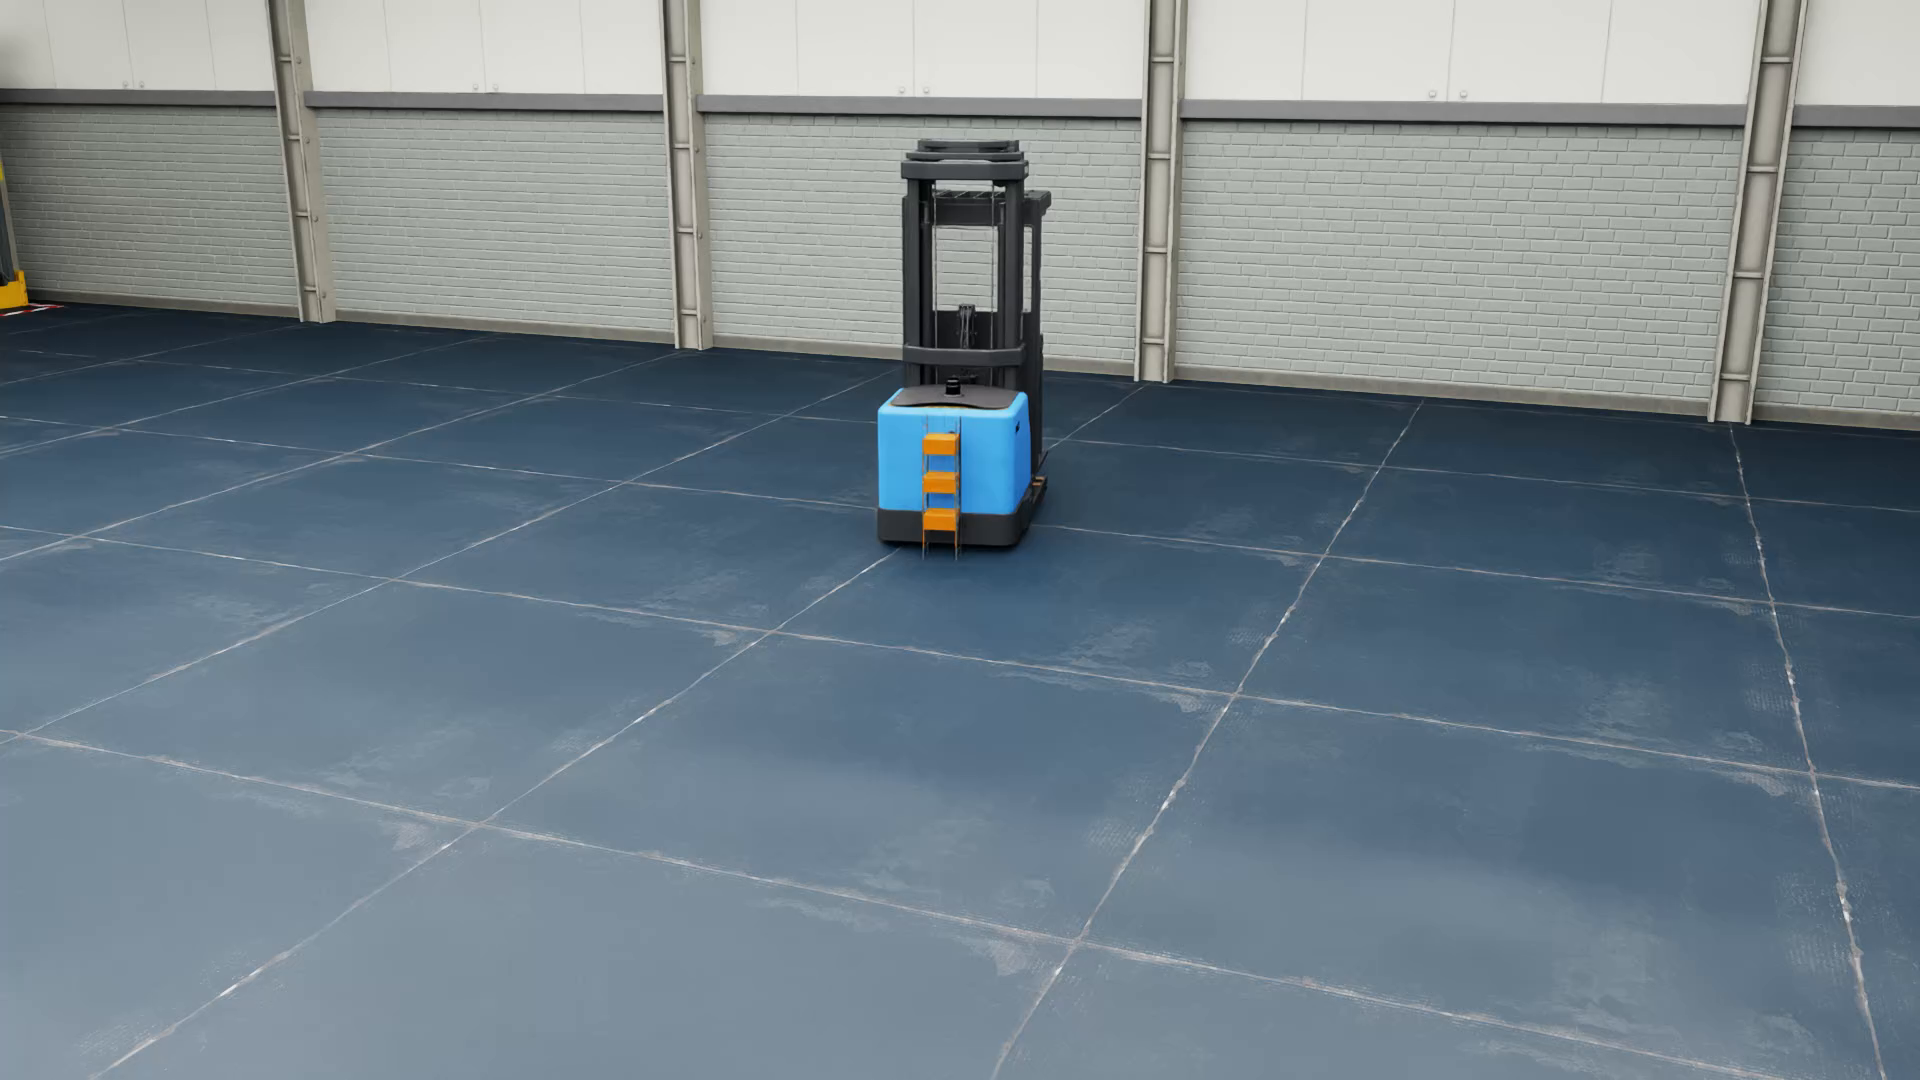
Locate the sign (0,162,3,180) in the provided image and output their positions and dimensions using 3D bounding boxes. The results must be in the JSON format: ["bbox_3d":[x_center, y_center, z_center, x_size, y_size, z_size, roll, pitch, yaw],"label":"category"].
[{"bbox_3d":[-14.003,-5.405,24.215,0.005,0.325,0.100,6,17,21],"label":"sign"}]

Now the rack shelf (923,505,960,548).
[{"bbox_3d":[-0.133,-0.099,12.166,0.240,0.259,0.215,3,16,9],"label":"rack shelf"}]

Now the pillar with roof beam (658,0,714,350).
[{"bbox_3d":[-4.946,-5.649,15.993,0.400,9.000,9.100,6,17,21],"label":"pillar with roof beam"}]

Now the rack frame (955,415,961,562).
[{"bbox_3d":[-0.013,-0.371,12.066,0.008,1.050,0.200,3,16,9],"label":"rack frame"}]

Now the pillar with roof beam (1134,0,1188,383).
[{"bbox_3d":[0.636,-5.036,13.879,0.400,9.000,9.100,6,17,21],"label":"pillar with roof beam"}]

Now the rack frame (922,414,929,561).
[{"bbox_3d":[-0.253,-0.382,12.105,0.008,1.050,0.200,3,16,9],"label":"rack frame"}]

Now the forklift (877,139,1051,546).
[{"bbox_3d":[0.131,-1.730,13.377,1.130,2.935,3.031,3,16,9],"label":"forklift"}]

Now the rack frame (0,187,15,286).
[{"bbox_3d":[-14.212,-4.807,23.853,0.127,3.000,1.000,6,17,21],"label":"rack frame"}]

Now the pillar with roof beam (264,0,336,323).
[{"bbox_3d":[-10.527,-6.263,18.107,0.400,9.000,9.100,6,17,21],"label":"pillar with roof beam"}]

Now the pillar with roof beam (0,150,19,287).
[{"bbox_3d":[-16.109,-6.877,20.221,0.400,9.000,9.100,6,17,21],"label":"pillar with roof beam"}]

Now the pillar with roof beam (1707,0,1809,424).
[{"bbox_3d":[6.217,-4.422,11.765,0.400,9.000,9.100,6,17,21],"label":"pillar with roof beam"}]

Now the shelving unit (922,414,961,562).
[{"bbox_3d":[-0.133,-0.376,12.086,0.252,1.050,0.215,3,16,9],"label":"shelving unit"}]

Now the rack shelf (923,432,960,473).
[{"bbox_3d":[-0.133,-0.638,12.009,0.240,0.259,0.215,3,16,9],"label":"rack shelf"}]

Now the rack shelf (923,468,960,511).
[{"bbox_3d":[-0.133,-0.366,12.089,0.240,0.259,0.215,3,16,9],"label":"rack shelf"}]

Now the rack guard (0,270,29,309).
[{"bbox_3d":[-14.190,-3.605,24.193,0.348,0.500,1.175,6,17,21],"label":"rack guard"}]
